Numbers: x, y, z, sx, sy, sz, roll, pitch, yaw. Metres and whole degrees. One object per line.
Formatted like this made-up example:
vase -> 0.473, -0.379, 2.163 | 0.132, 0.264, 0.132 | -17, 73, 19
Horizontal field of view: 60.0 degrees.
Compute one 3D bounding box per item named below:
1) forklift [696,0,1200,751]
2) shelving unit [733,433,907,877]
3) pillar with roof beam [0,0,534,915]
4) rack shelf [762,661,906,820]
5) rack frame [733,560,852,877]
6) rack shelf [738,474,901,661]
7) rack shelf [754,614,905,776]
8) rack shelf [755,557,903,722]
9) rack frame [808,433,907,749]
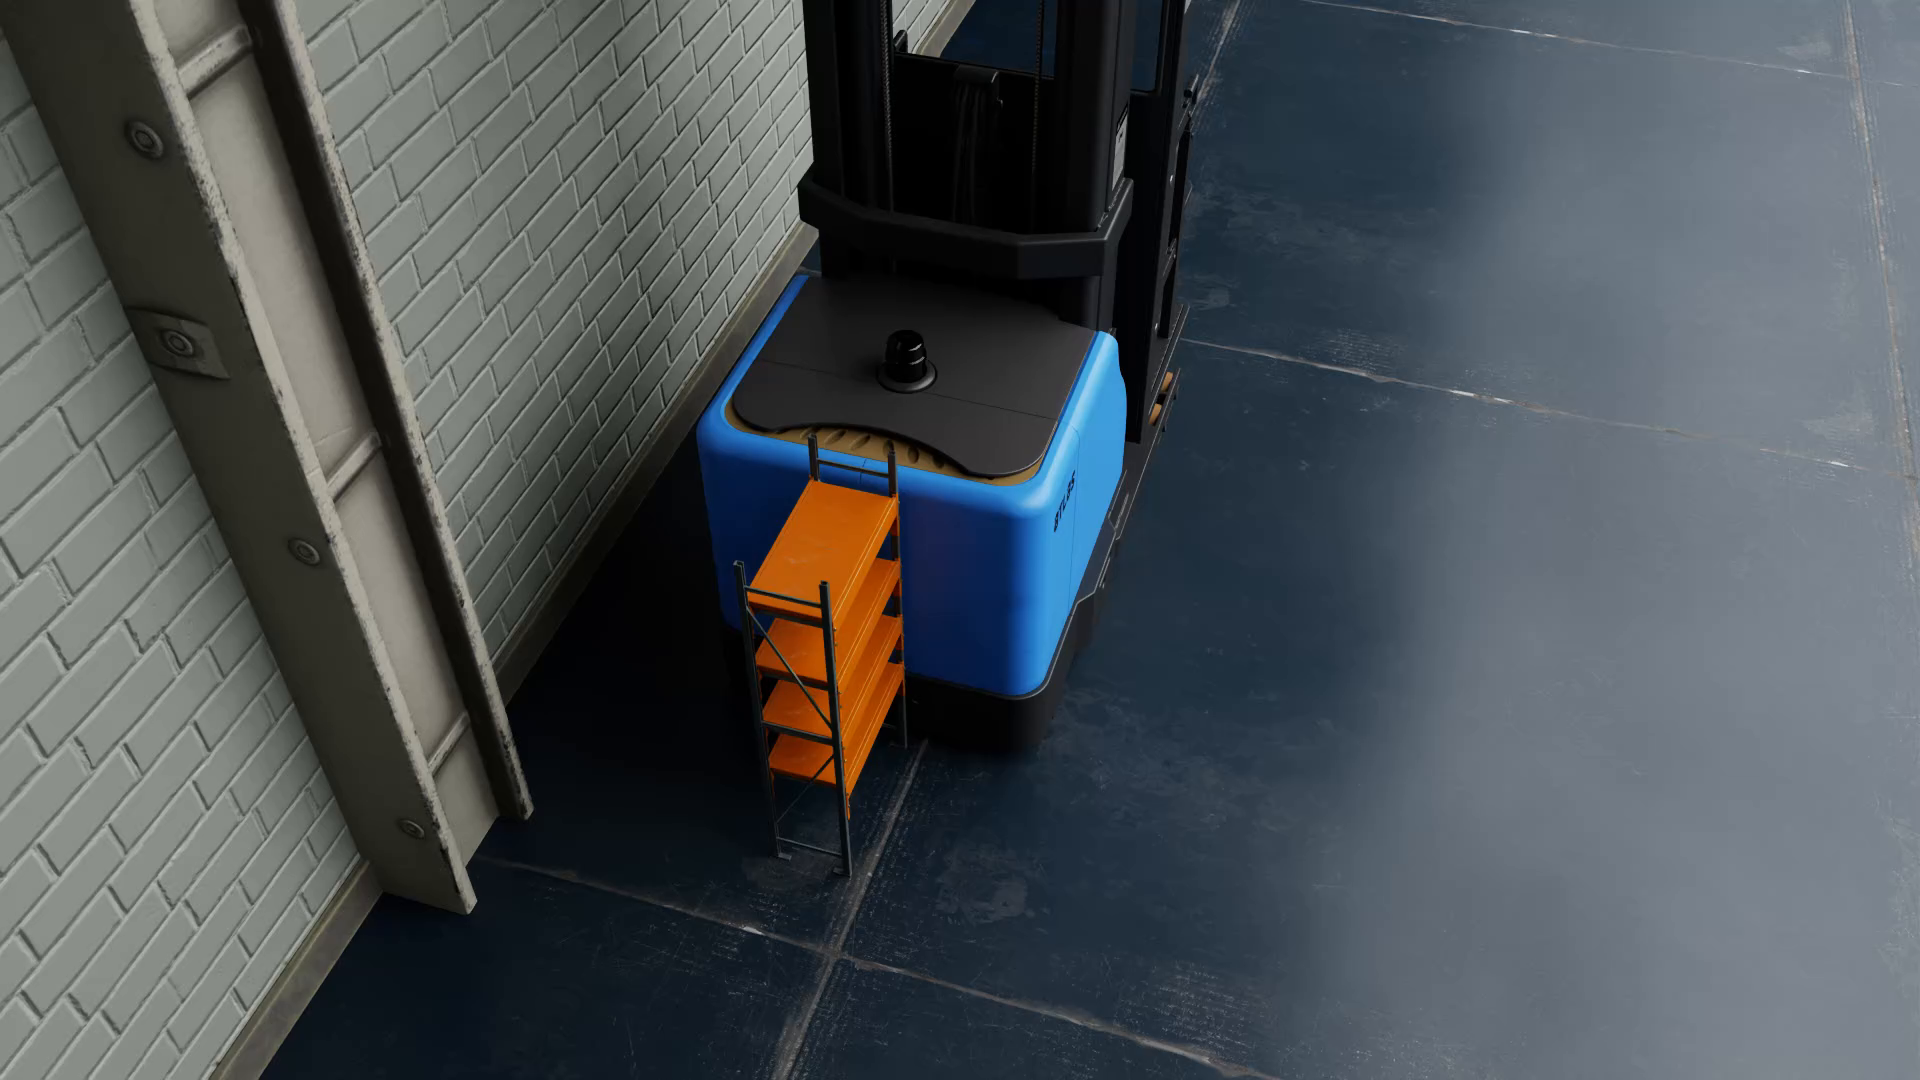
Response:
forklift -> 0.189, -1.462, 5.149 | 1.130, 2.935, 3.031 | 13, 46, 13
shelving unit -> -0.352, 0.345, 4.540 | 0.258, 1.200, 0.503 | 13, 46, 12
pillar with roof beam -> 2.634, -1.414, 0.761 | 9.100, 9.000, 0.400 | 13, 46, 13
rack shelf -> -0.352, 0.535, 4.726 | 0.258, 0.148, 0.480 | 13, 46, 12
rack frame -> -0.426, 0.508, 4.373 | 0.240, 1.200, 0.015 | 13, 46, 12
rack shelf -> -0.352, 0.064, 4.265 | 0.258, 0.148, 0.480 | 13, 46, 12
rack shelf -> -0.352, 0.393, 4.587 | 0.258, 0.148, 0.480 | 13, 46, 12
rack shelf -> -0.352, 0.233, 4.430 | 0.258, 0.148, 0.480 | 13, 46, 12
rack frame -> -0.279, 0.182, 4.706 | 0.240, 1.200, 0.015 | 13, 46, 12
